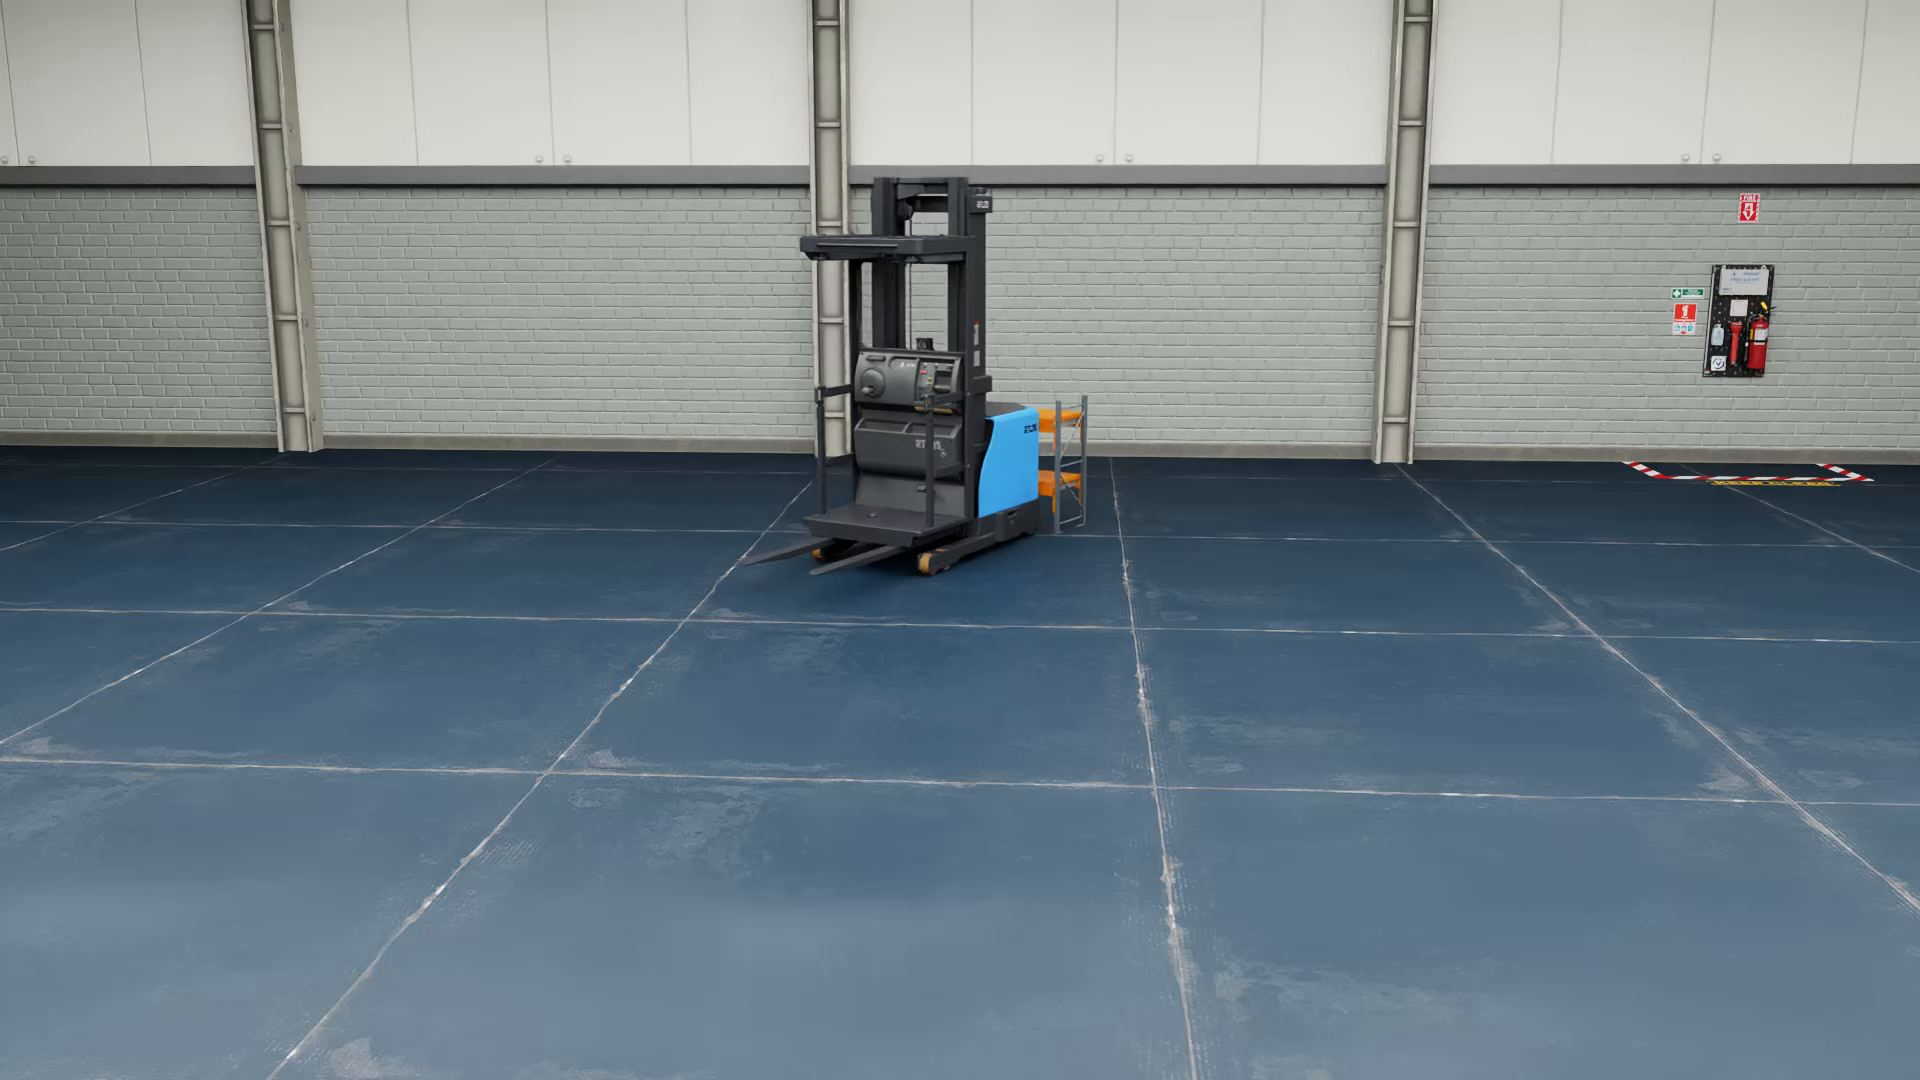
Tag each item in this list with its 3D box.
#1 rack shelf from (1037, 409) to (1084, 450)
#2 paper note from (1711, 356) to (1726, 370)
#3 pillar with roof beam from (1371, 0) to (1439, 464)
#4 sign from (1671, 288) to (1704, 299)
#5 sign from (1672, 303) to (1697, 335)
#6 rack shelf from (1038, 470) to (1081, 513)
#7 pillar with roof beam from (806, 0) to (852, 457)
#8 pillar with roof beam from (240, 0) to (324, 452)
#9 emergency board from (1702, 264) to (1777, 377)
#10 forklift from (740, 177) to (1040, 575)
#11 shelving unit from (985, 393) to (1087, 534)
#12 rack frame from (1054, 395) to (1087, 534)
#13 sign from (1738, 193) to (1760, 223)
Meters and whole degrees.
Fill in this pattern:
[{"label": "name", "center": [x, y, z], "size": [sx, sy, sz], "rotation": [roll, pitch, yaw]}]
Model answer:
[{"label": "rack shelf", "center": [0.513, -0.987, 14.310], "size": [1.000, 0.278, 0.538], "rotation": [8, 14, 32]}, {"label": "paper note", "center": [7.969, -1.856, 17.466], "size": [0.142, 0.148, 0.016], "rotation": [1, 12, 4]}, {"label": "pillar with roof beam", "center": [4.330, -4.368, 12.672], "size": [0.400, 9.000, 9.100], "rotation": [1, 12, 4]}, {"label": "sign", "center": [7.600, -2.574, 17.367], "size": [0.331, 0.109, 0.001], "rotation": [1, 12, 4]}, {"label": "sign", "center": [7.596, -2.317, 17.431], "size": [0.234, 0.329, 0.001], "rotation": [1, 12, 4]}, {"label": "rack shelf", "center": [0.513, -0.461, 14.420], "size": [1.000, 0.278, 0.538], "rotation": [8, 14, 32]}, {"label": "pillar with roof beam", "center": [-1.656, -4.450, 13.065], "size": [0.400, 9.000, 9.100], "rotation": [1, 12, 4]}, {"label": "pillar with roof beam", "center": [-7.643, -4.532, 13.457], "size": [0.400, 9.000, 9.100], "rotation": [1, 12, 4]}, {"label": "emergency board", "center": [8.141, -2.271, 17.297], "size": [0.643, 1.169, 0.194], "rotation": [1, 12, 4]}, {"label": "forklift", "center": [-0.514, -1.280, 12.727], "size": [1.130, 2.935, 3.031], "rotation": [7, 14, 30]}, {"label": "shelving unit", "center": [0.513, -0.701, 14.370], "size": [1.048, 1.125, 0.538], "rotation": [8, 14, 32]}, {"label": "rack frame", "center": [0.940, -0.644, 14.100], "size": [0.032, 1.125, 0.500], "rotation": [8, 14, 32]}, {"label": "sign", "center": [8.140, -3.426, 17.158], "size": [0.199, 0.298, 0.001], "rotation": [1, 12, 4]}]
